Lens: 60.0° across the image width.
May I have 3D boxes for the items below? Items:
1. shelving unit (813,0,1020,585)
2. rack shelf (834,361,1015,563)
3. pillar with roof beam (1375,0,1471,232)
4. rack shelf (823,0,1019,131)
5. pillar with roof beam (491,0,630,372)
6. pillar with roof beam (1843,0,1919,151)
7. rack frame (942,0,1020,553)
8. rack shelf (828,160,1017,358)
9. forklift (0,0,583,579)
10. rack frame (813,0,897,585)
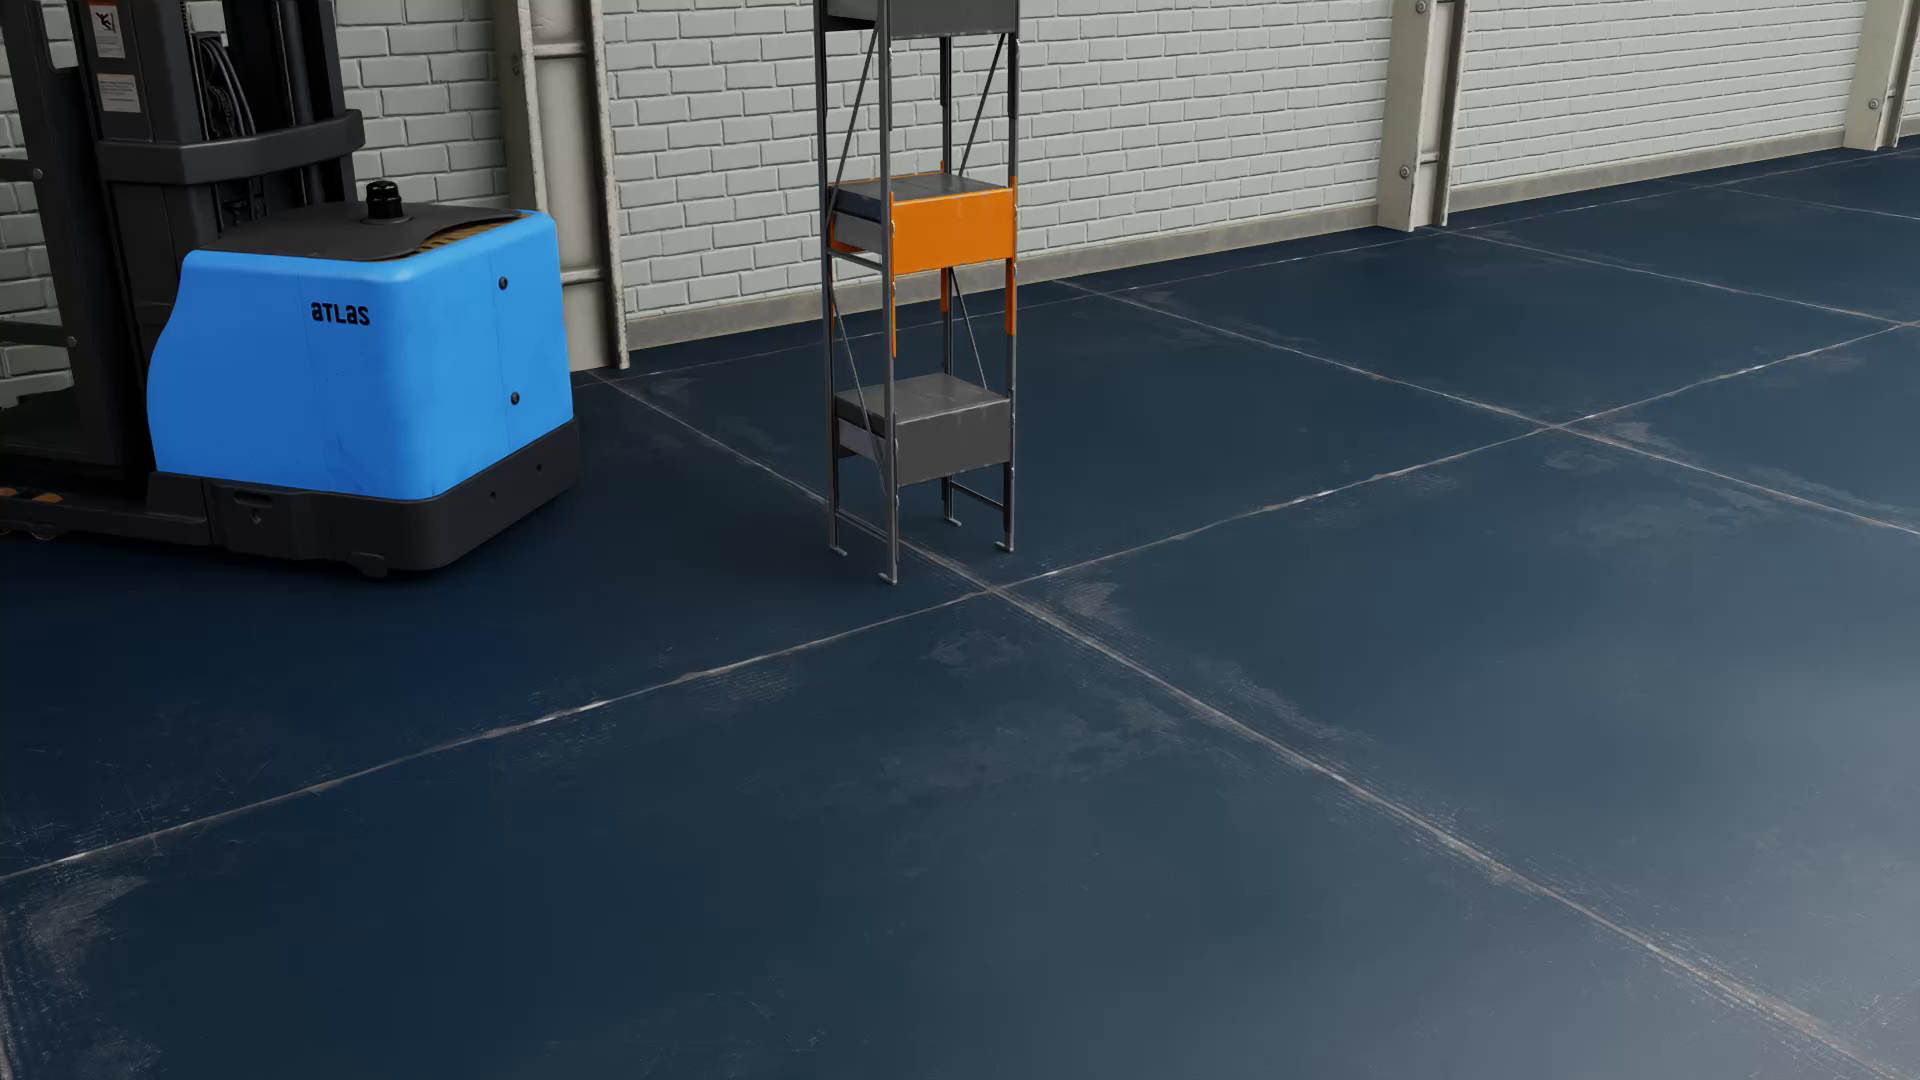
[{"bbox_3d":[-0.134,-0.939,5.417,0.503,2.100,0.431,-15,26,-33],"label":"shelving unit"},{"bbox_3d":[-0.134,-0.277,5.682,0.480,0.518,0.431,-15,26,-33],"label":"rack shelf"},{"bbox_3d":[5.554,-5.014,6.320,0.400,9.000,9.100,-15,26,-33],"label":"pillar with roof beam"},{"bbox_3d":[-0.134,-1.577,5.163,0.480,0.518,0.431,-15,26,-33],"label":"rack shelf"},{"bbox_3d":[0.683,-3.716,3.066,0.400,9.000,9.100,-15,26,-33],"label":"pillar with roof beam"},{"bbox_3d":[10.424,-6.313,9.575,0.400,9.000,9.100,-15,26,-33],"label":"pillar with roof beam"},{"bbox_3d":[0.064,-0.992,5.550,0.015,2.100,0.400,-15,26,-33],"label":"rack frame"},{"bbox_3d":[-0.134,-0.927,5.422,0.480,0.518,0.431,-15,26,-33],"label":"rack shelf"},{"bbox_3d":[-3.001,-1.536,5.792,3.031,2.935,1.130,7,23,16],"label":"forklift"},{"bbox_3d":[-0.332,-0.887,5.285,0.015,2.100,0.400,-15,26,-33],"label":"rack frame"}]
